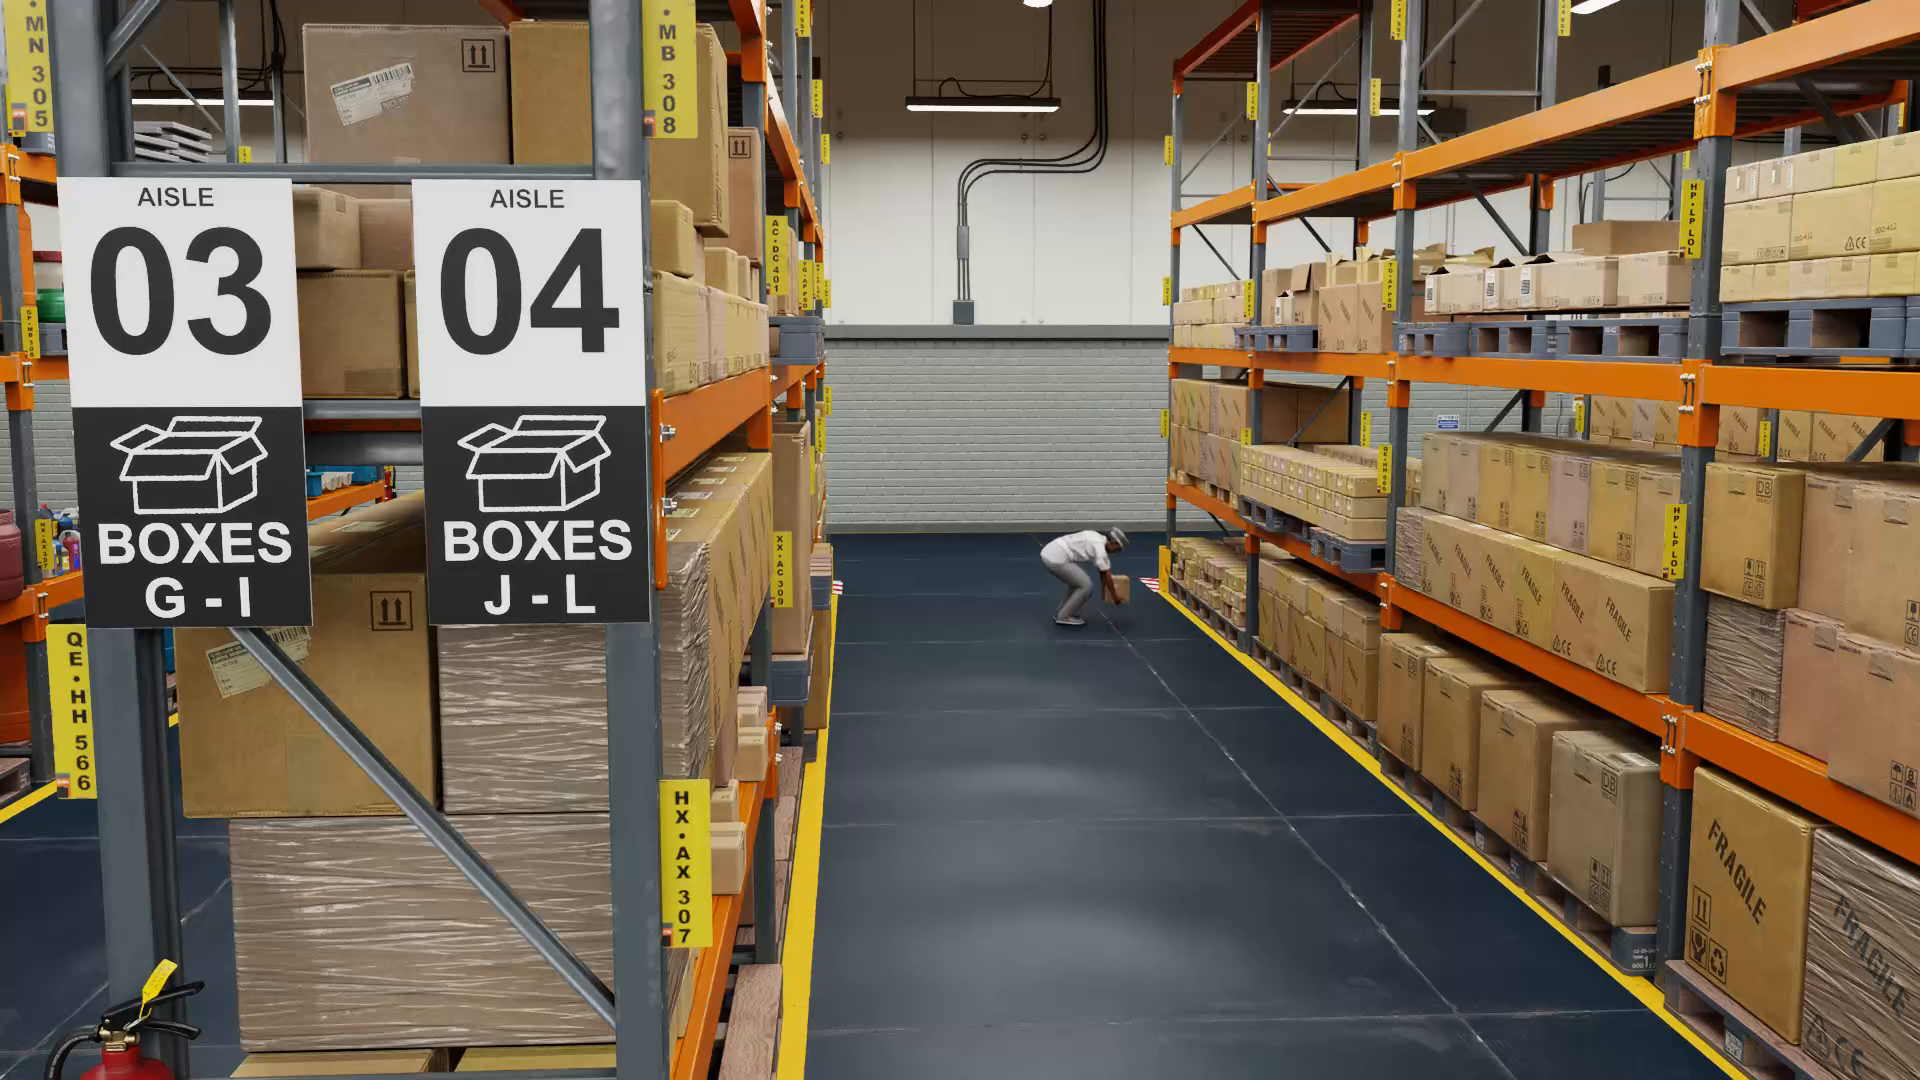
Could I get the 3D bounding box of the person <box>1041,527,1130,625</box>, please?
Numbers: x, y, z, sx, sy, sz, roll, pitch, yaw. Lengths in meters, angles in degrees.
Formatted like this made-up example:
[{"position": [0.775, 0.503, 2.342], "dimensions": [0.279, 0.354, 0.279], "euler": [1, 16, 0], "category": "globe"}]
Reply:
[{"position": [1.291, 0.361, 17.095], "dimensions": [0.927, 0.989, 0.470], "euler": [-1, 7, -6], "category": "person"}]
